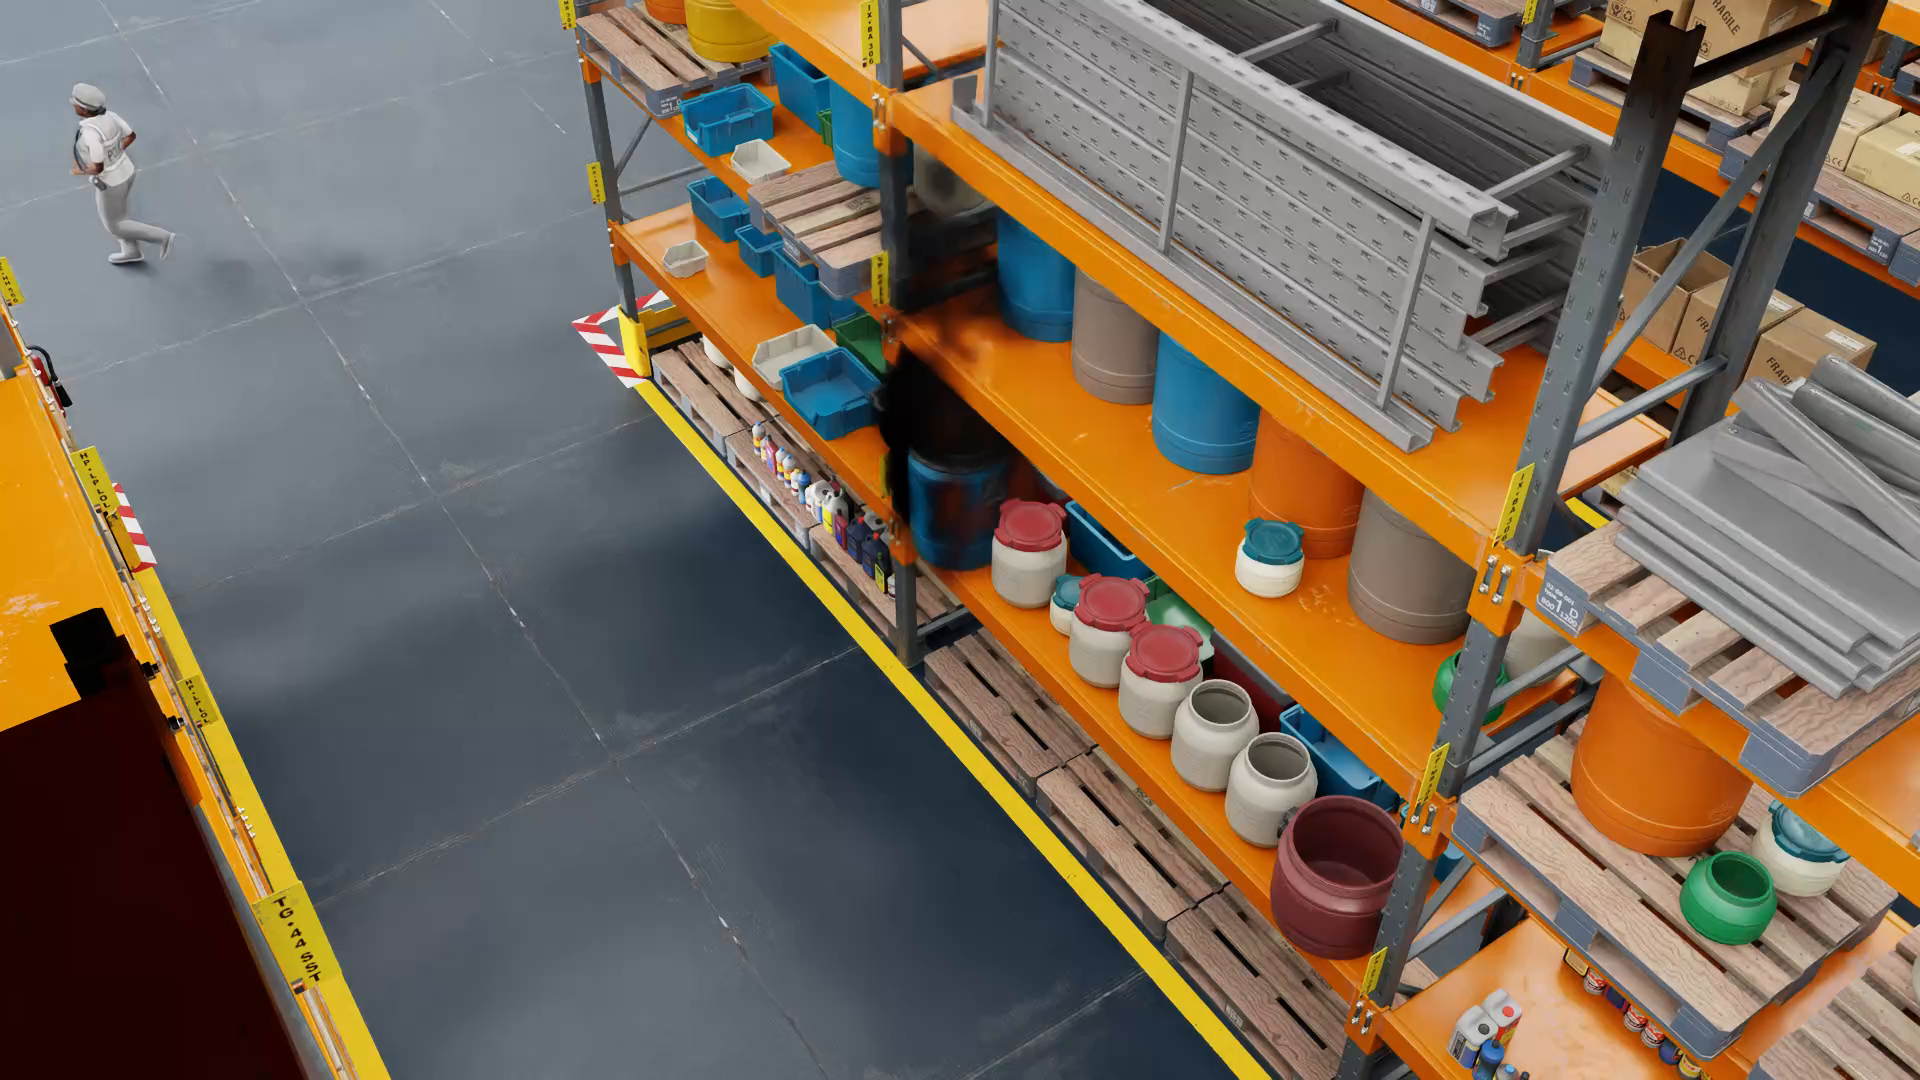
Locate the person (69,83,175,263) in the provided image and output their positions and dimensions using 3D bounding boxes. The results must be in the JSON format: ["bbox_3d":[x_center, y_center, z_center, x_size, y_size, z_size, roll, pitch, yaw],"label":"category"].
[{"bbox_3d":[-7.008,-3.021,13.819,0.681,1.655,0.581,1,43,1],"label":"person"}]
